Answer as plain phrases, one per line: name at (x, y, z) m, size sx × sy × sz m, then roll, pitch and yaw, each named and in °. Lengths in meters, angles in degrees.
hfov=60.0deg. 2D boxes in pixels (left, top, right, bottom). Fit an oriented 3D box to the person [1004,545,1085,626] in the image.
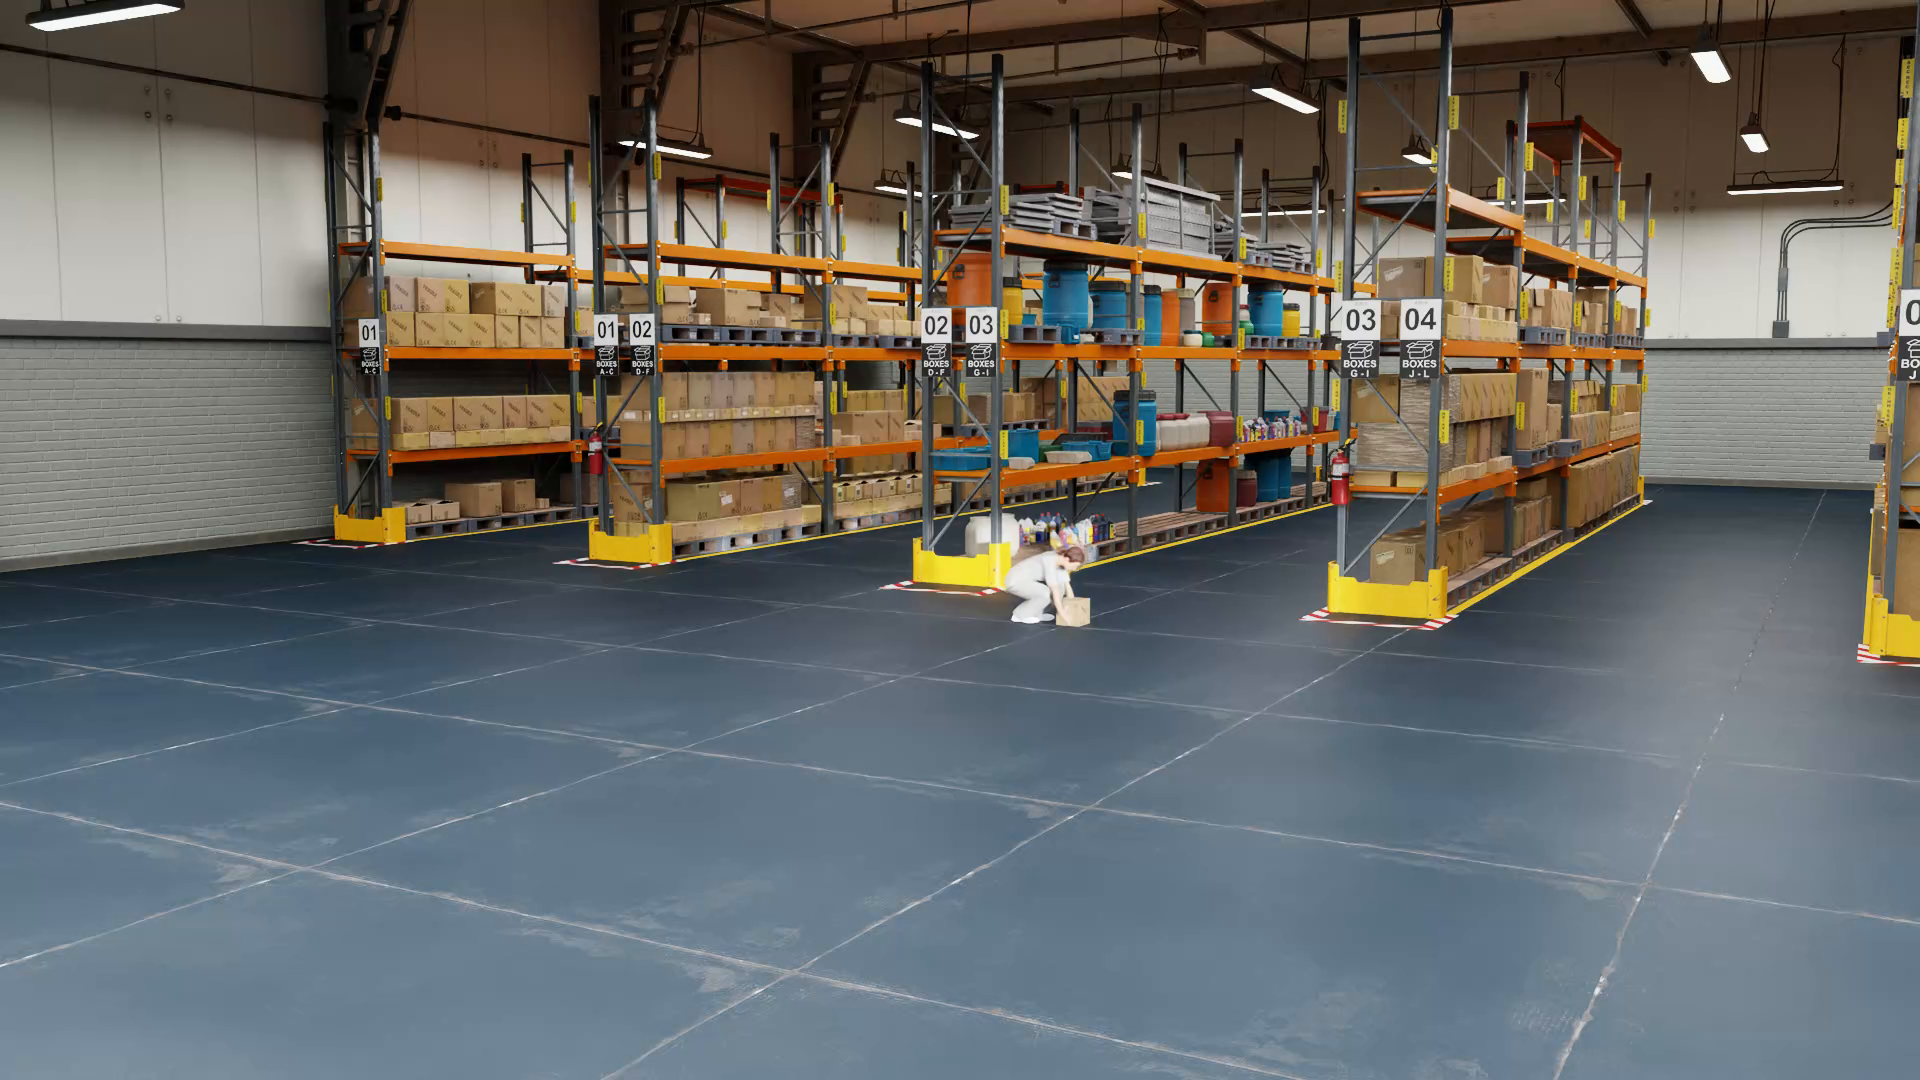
person at (0.841, 0.449, 16.527) m, size 0.810 × 0.811 × 0.475 m, roll 3°, pitch 7°, yaw 28°
